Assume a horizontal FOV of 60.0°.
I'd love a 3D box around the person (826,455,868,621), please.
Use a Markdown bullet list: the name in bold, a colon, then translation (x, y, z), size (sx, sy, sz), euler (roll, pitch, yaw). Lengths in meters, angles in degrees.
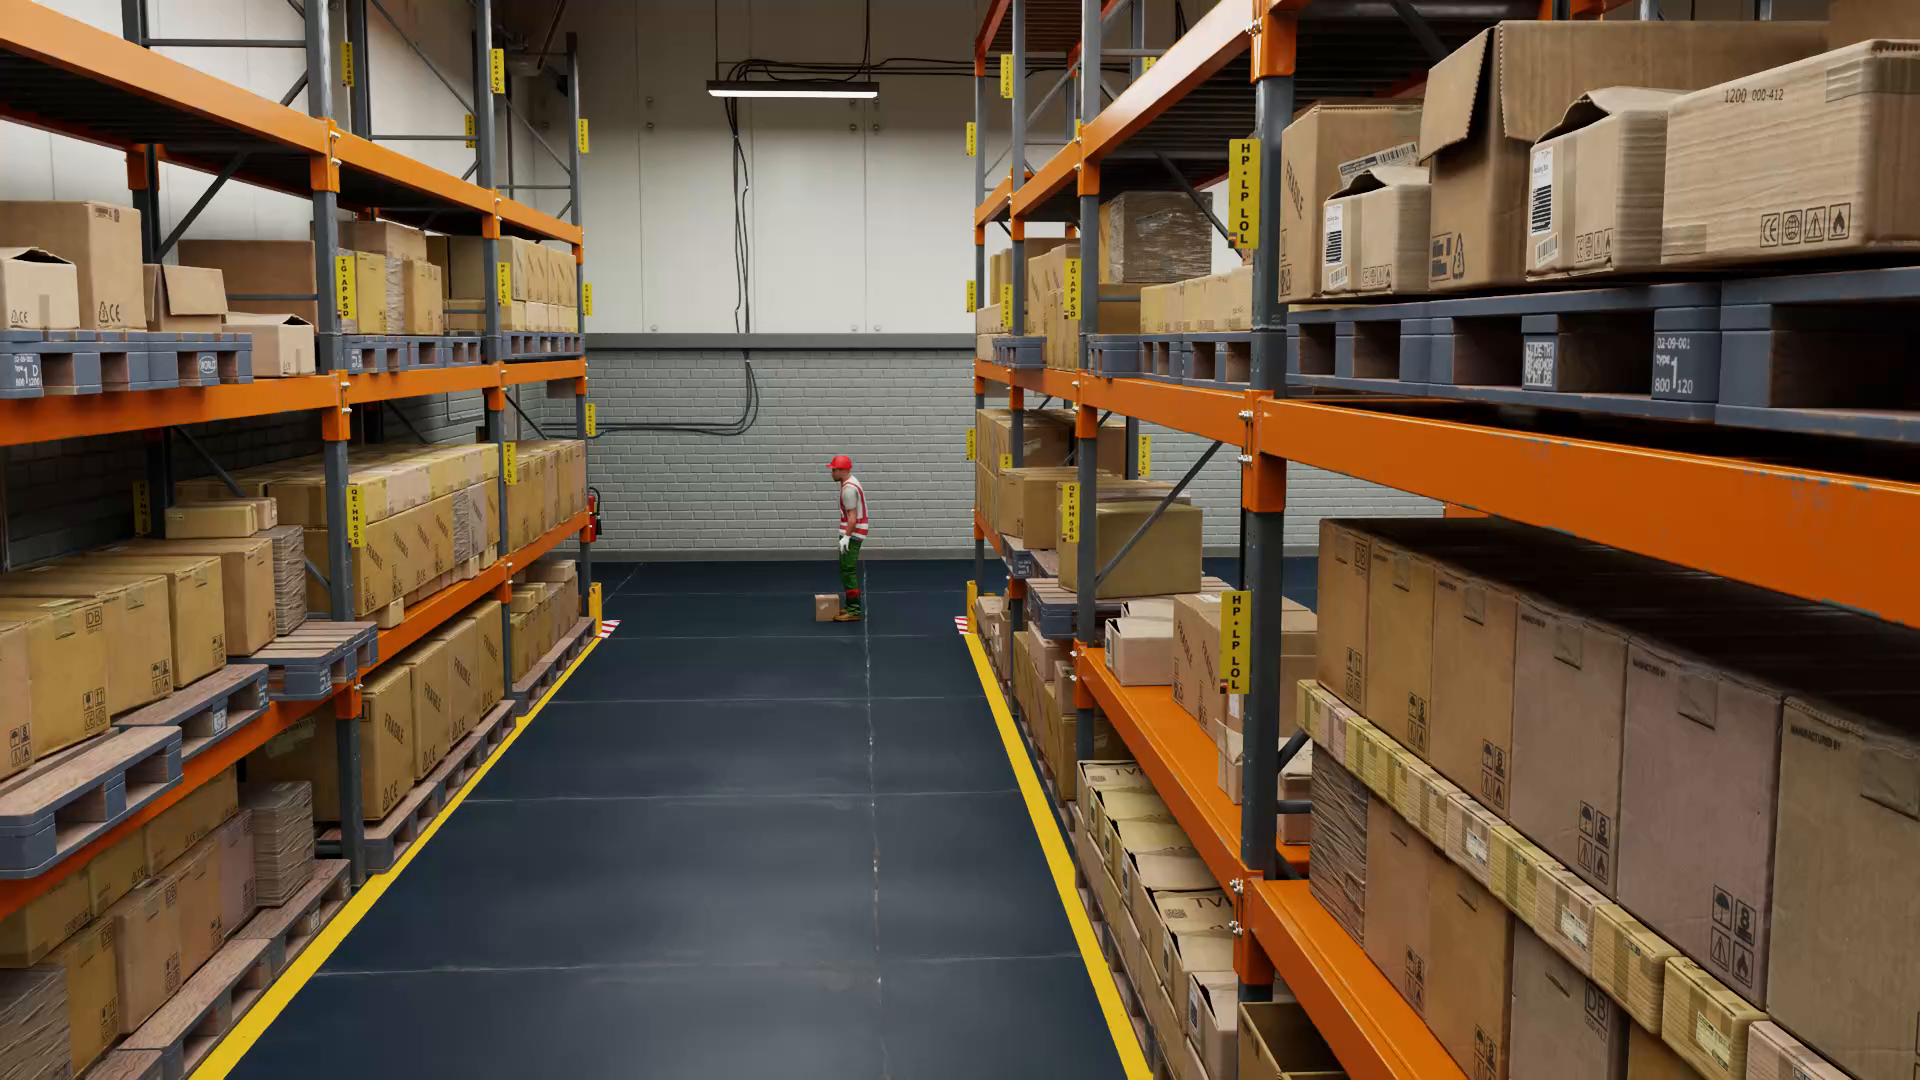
- **person**: translation (-1.211, -0.027, 17.896), size (0.449, 1.780, 0.607), euler (0, 7, -4)
